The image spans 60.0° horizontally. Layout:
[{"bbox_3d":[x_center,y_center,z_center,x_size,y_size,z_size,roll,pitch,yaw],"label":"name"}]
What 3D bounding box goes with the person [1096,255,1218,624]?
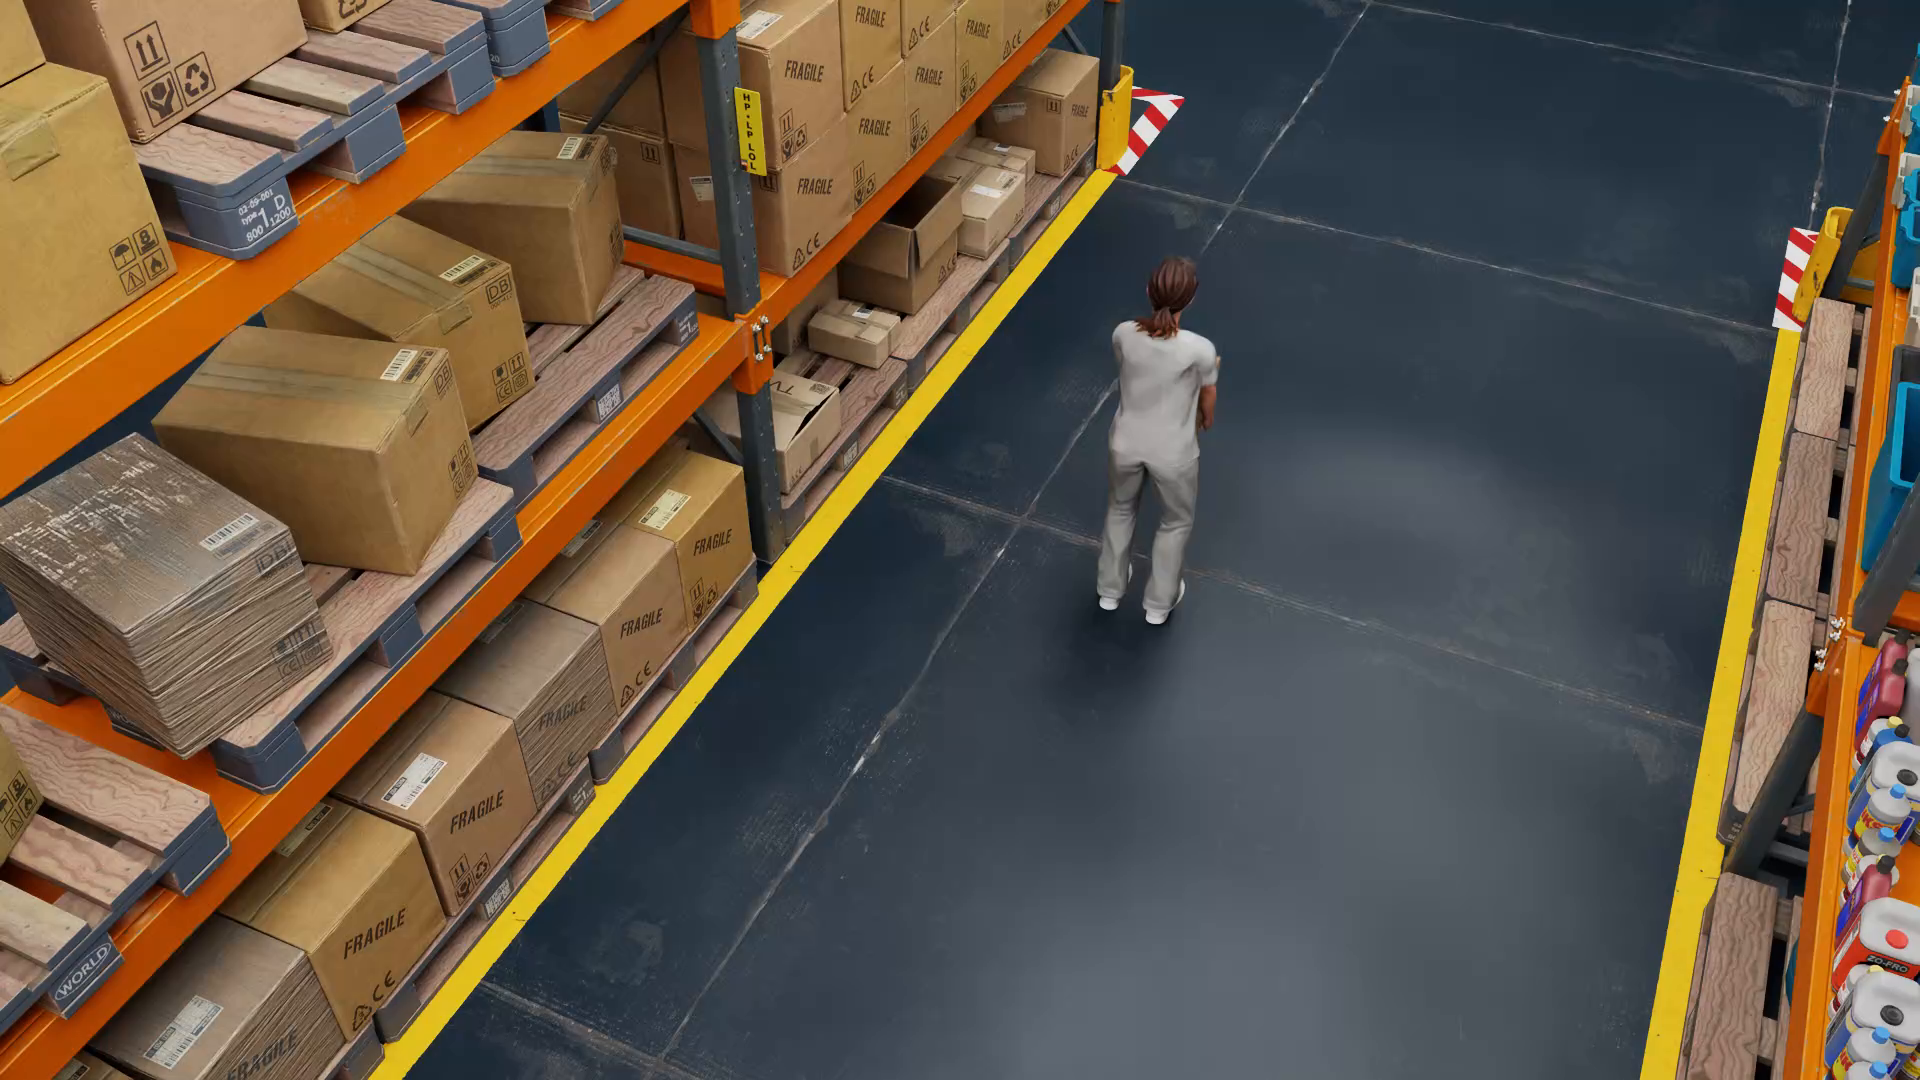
[{"bbox_3d":[0.796,-0.421,6.639,0.410,1.664,0.514,17,45,18],"label":"person"}]
